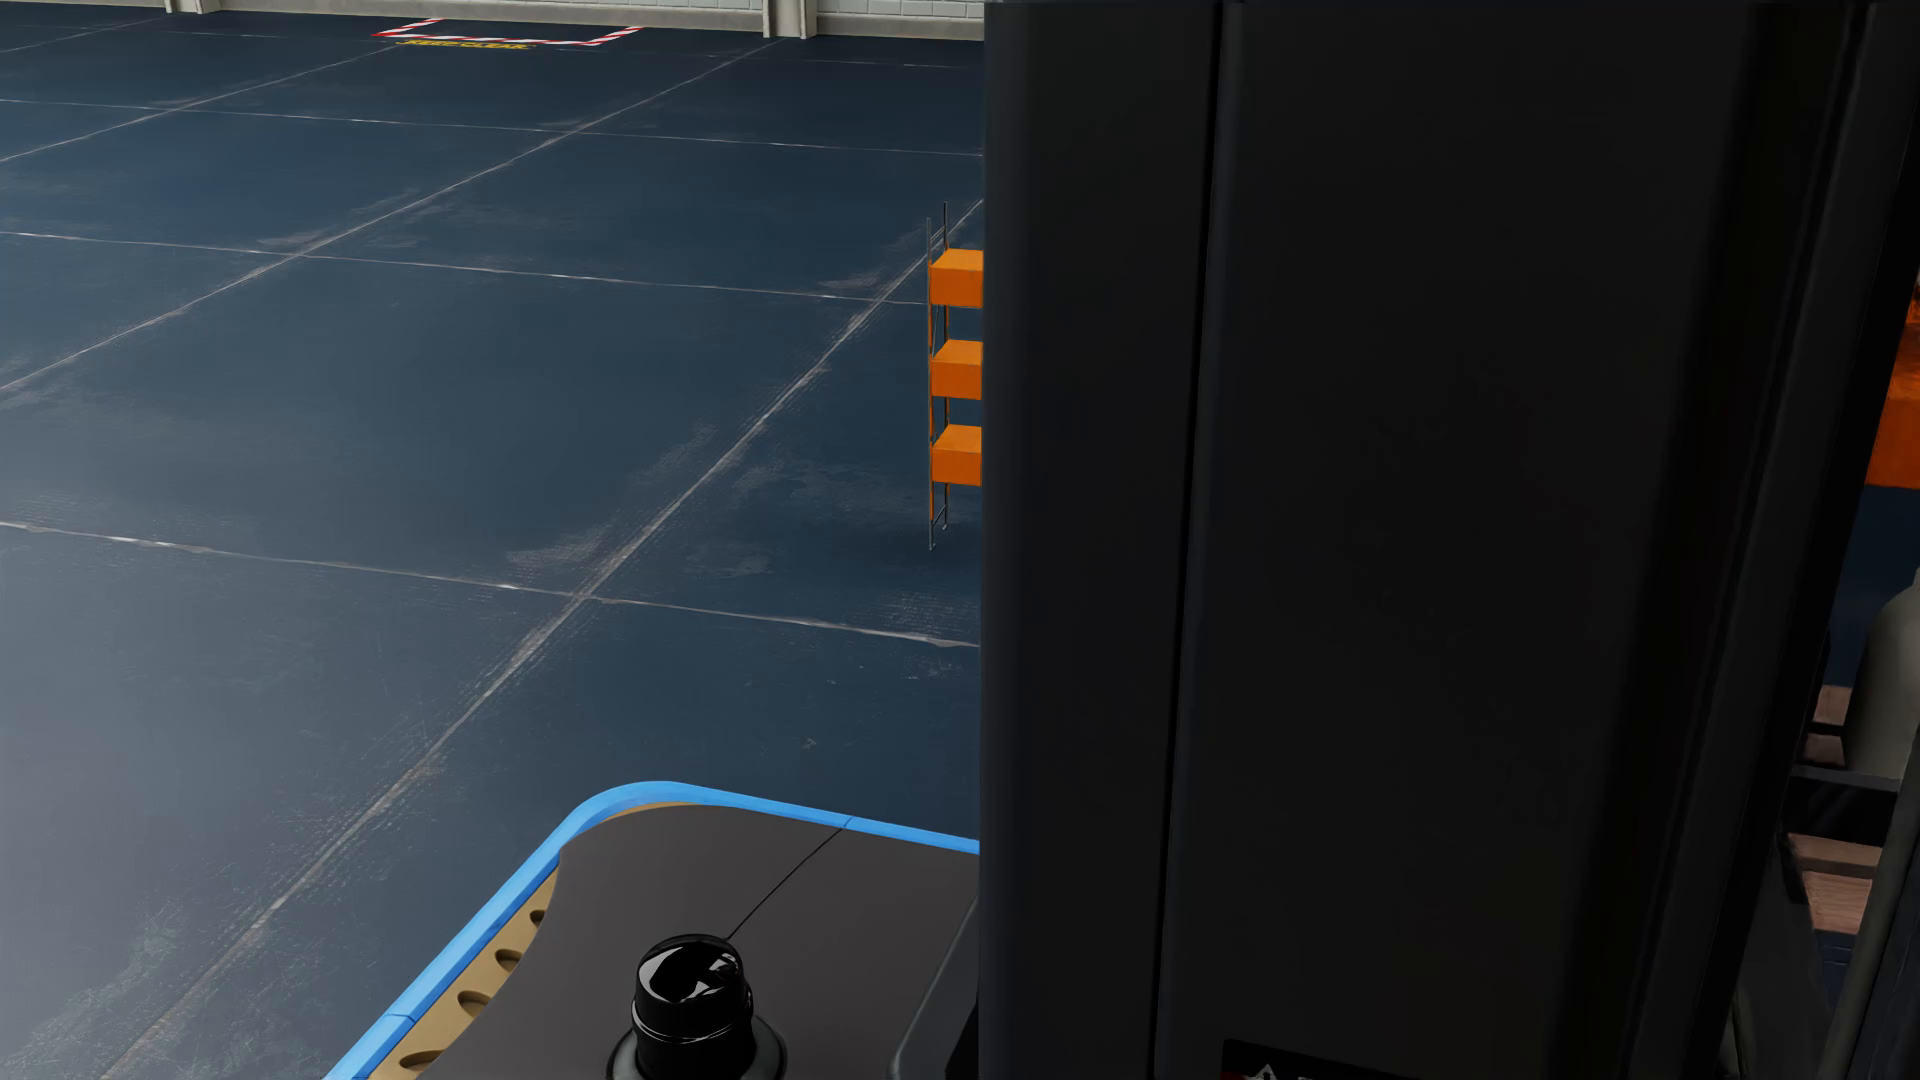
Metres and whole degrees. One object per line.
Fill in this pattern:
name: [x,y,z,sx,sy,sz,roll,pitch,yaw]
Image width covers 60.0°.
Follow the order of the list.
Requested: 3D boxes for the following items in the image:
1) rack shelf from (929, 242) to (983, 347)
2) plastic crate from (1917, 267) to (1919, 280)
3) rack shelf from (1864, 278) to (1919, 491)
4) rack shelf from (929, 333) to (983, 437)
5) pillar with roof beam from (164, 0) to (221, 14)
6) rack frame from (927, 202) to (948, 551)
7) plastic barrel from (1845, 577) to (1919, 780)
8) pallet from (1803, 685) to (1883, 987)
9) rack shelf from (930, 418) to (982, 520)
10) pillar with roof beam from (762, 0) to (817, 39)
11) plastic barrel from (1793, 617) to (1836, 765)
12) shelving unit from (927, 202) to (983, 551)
rack shelf: [0.052,-0.715,4.895,0.240,0.259,0.215,6,26,13]
plastic crate: [1.764,-0.349,2.799,0.250,0.136,0.298,6,26,13]
rack shelf: [2.914,-0.158,2.930,4.000,0.370,1.077,6,26,13]
rack shelf: [0.052,-0.459,5.017,0.240,0.259,0.215,6,26,13]
pillar with roof beam: [-8.356,-7.308,10.132,0.400,9.000,9.100,6,26,13]
rack frame: [-0.066,-0.481,5.040,0.008,1.050,0.200,6,26,13]
plastic barrel: [2.119,0.329,3.476,0.421,0.512,0.421,0,25,0]
pallet: [1.848,0.639,3.661,1.213,0.211,1.003,6,26,13]
rack shelf: [0.052,-0.208,5.136,0.240,0.259,0.215,6,26,13]
pillar with roof beam: [-2.545,-6.666,8.783,0.400,9.000,9.100,6,26,13]
plastic barrel: [1.634,0.275,3.589,0.421,0.512,0.421,0,25,0]
shelving unit: [0.052,-0.468,5.012,0.252,1.050,0.215,6,26,13]
